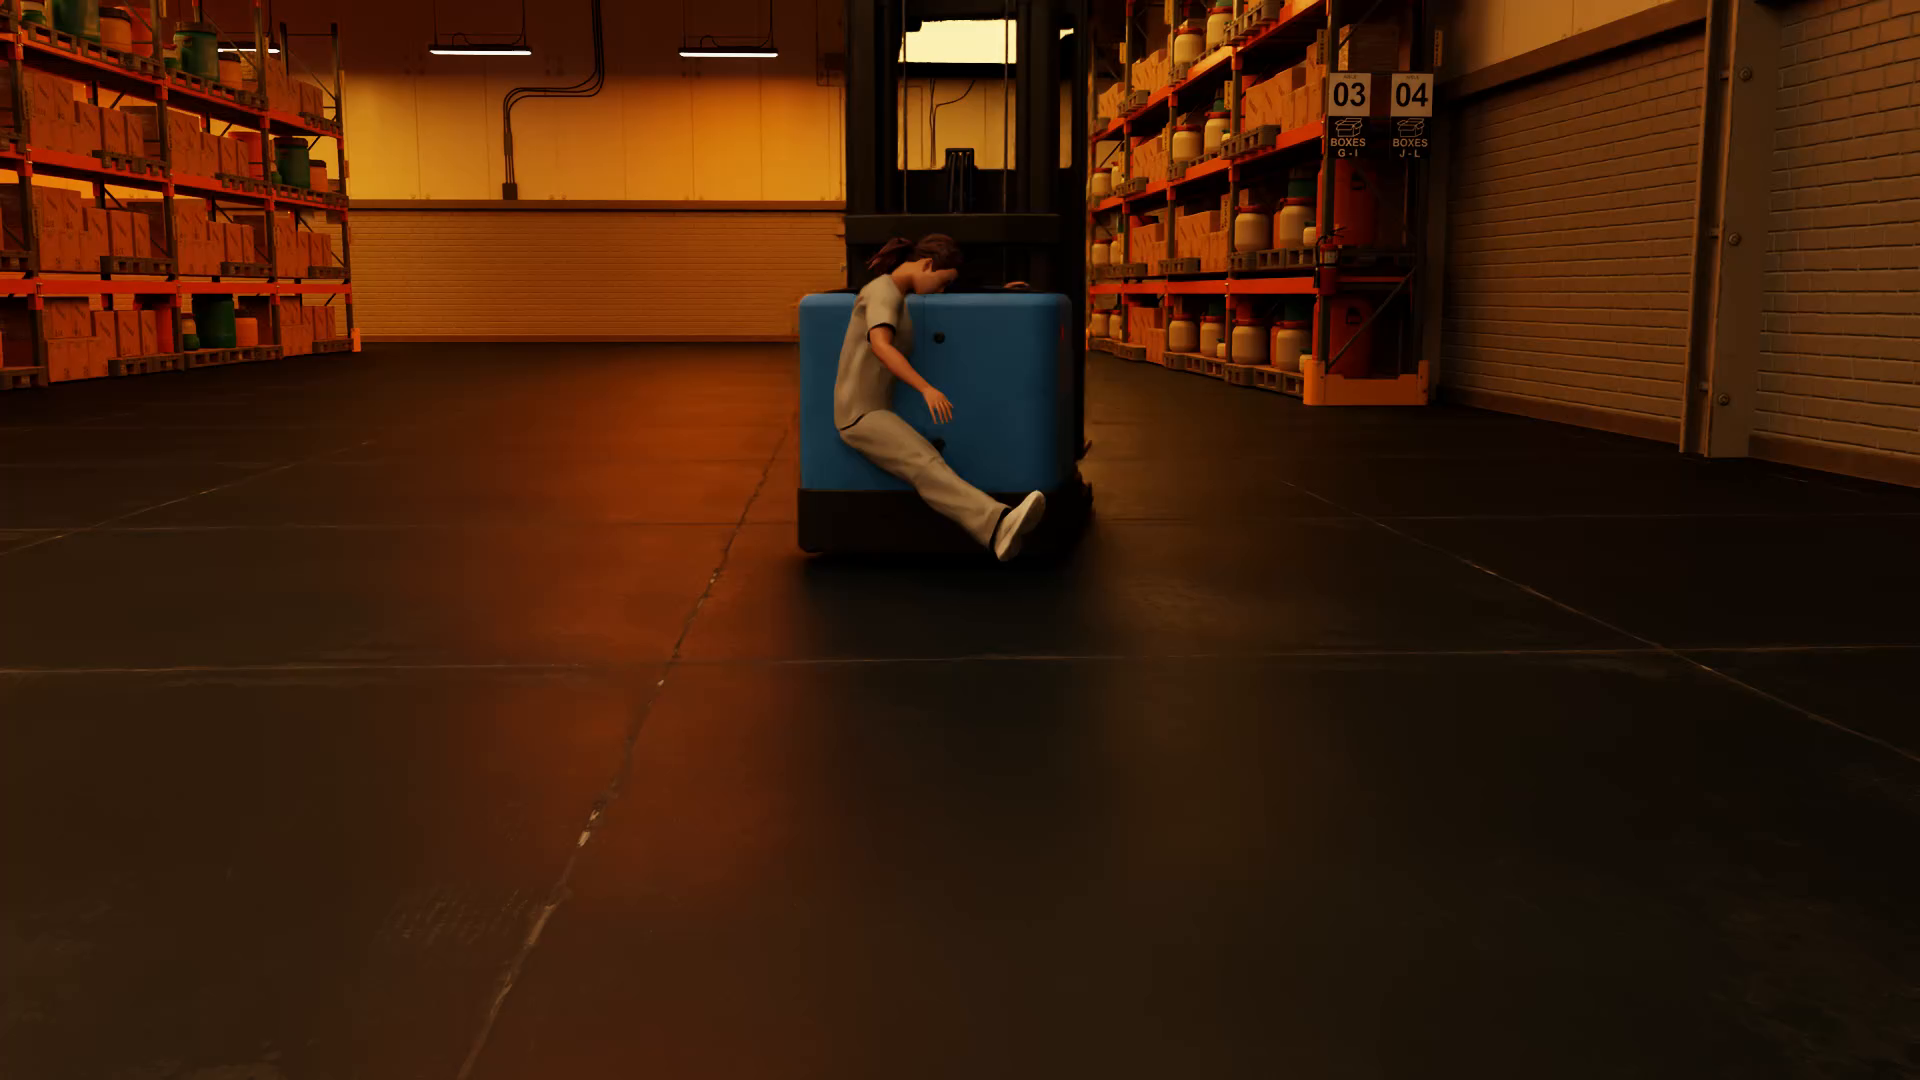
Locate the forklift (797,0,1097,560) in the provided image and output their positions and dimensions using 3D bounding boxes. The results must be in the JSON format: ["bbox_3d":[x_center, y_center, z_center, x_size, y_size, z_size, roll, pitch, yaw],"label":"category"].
[{"bbox_3d":[0.060,-1.549,7.760,1.130,2.935,3.031,1,9,7],"label":"forklift"}]

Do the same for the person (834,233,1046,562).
[{"bbox_3d":[-0.063,-0.519,6.416,1.113,1.317,0.994,3,9,21],"label":"person"}]
